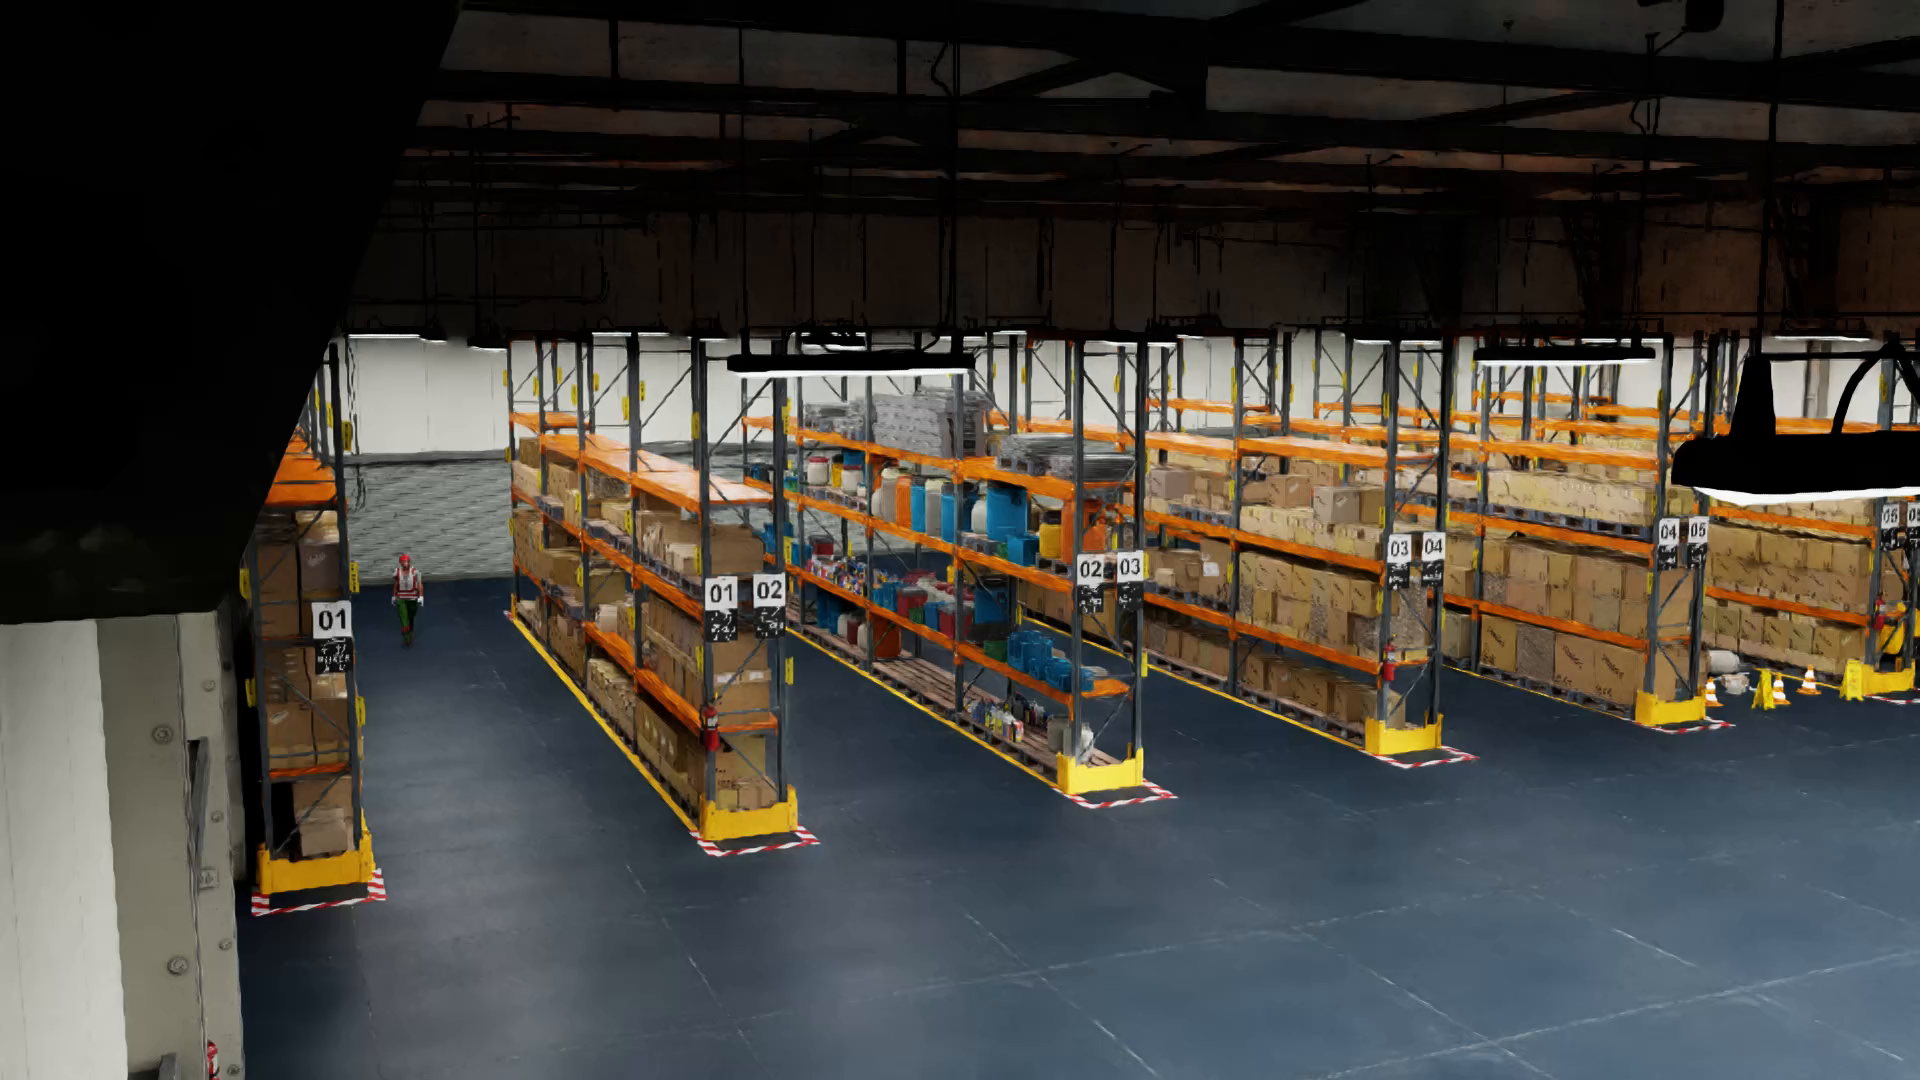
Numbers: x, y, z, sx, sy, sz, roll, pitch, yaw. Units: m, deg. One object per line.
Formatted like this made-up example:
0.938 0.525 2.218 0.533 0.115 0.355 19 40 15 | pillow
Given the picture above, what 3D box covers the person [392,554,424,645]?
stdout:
-10.646 1.115 32.067 0.567 1.736 1.044 -3 8 -24 | person
